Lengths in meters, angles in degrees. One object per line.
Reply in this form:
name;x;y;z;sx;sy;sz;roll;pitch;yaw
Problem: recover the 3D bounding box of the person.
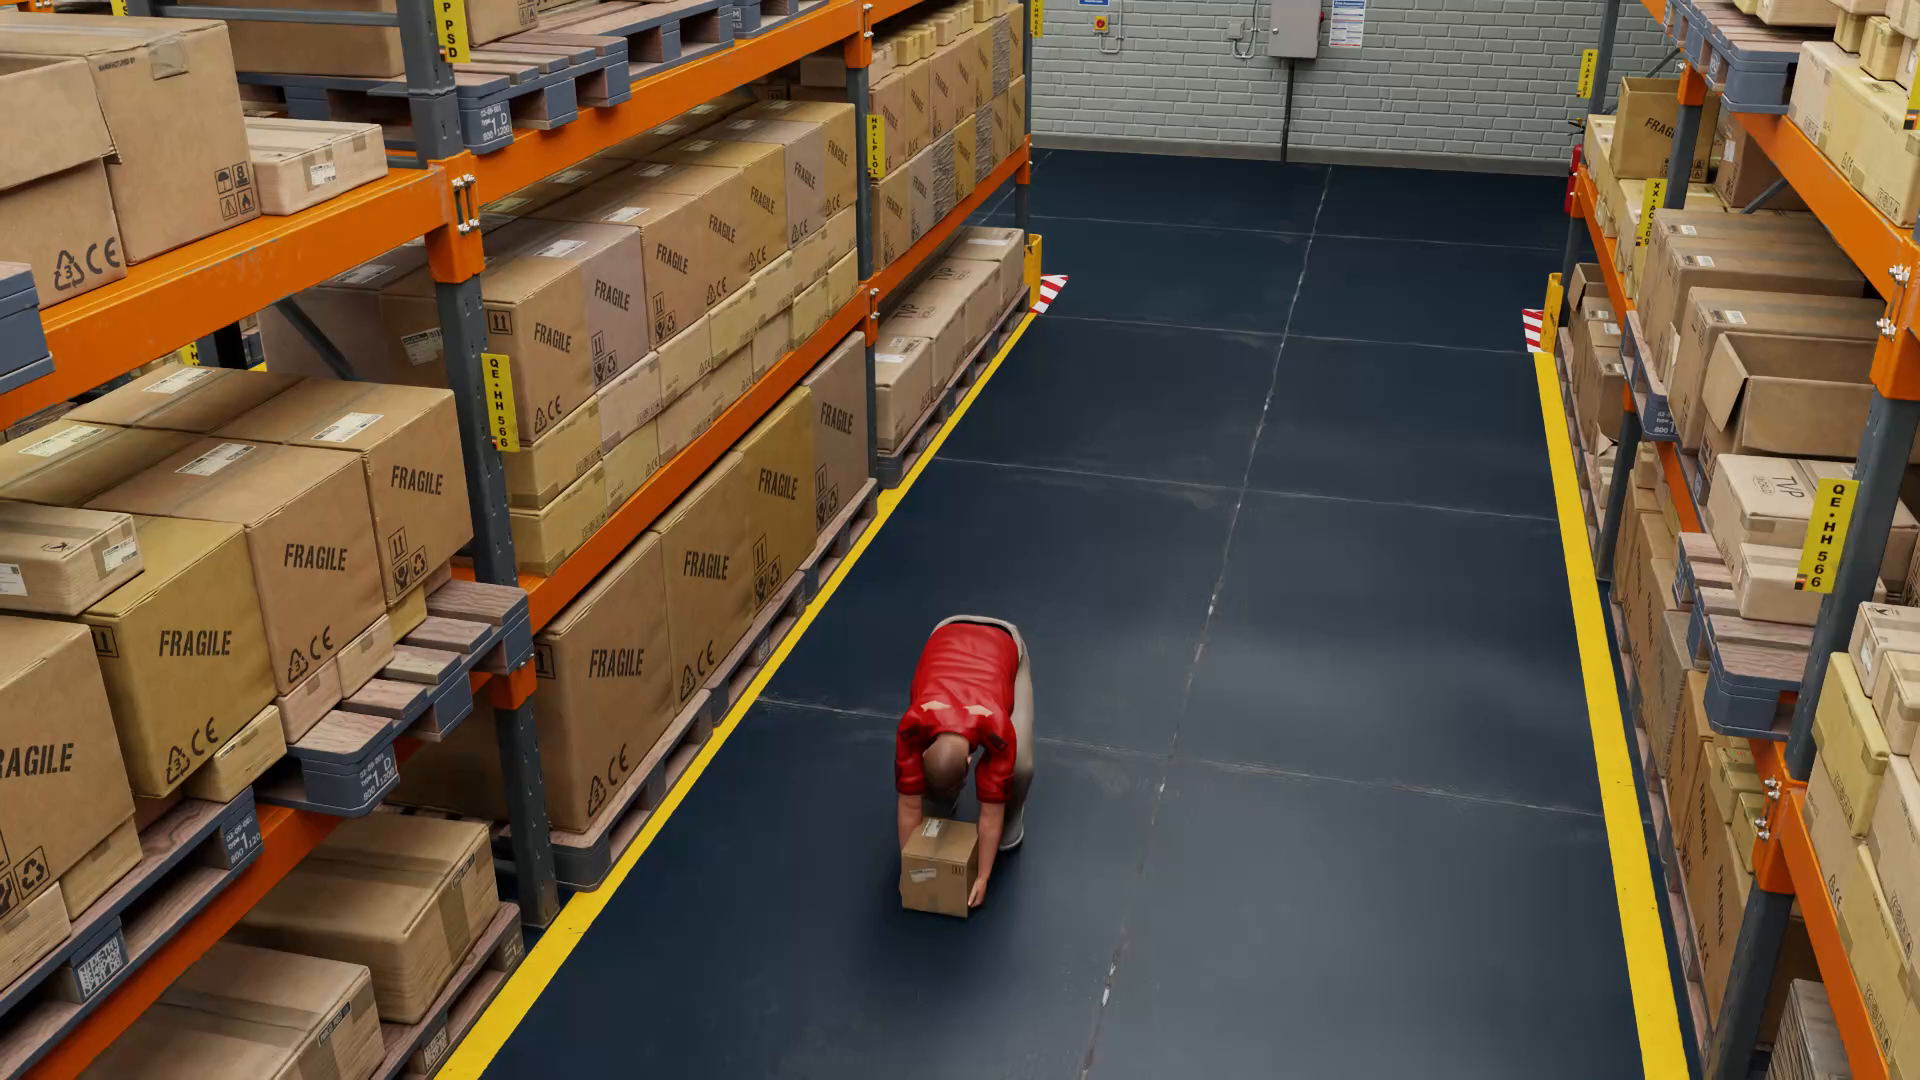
person;0.016;0.828;6.369;0.543;0.884;0.956;5;26;11
